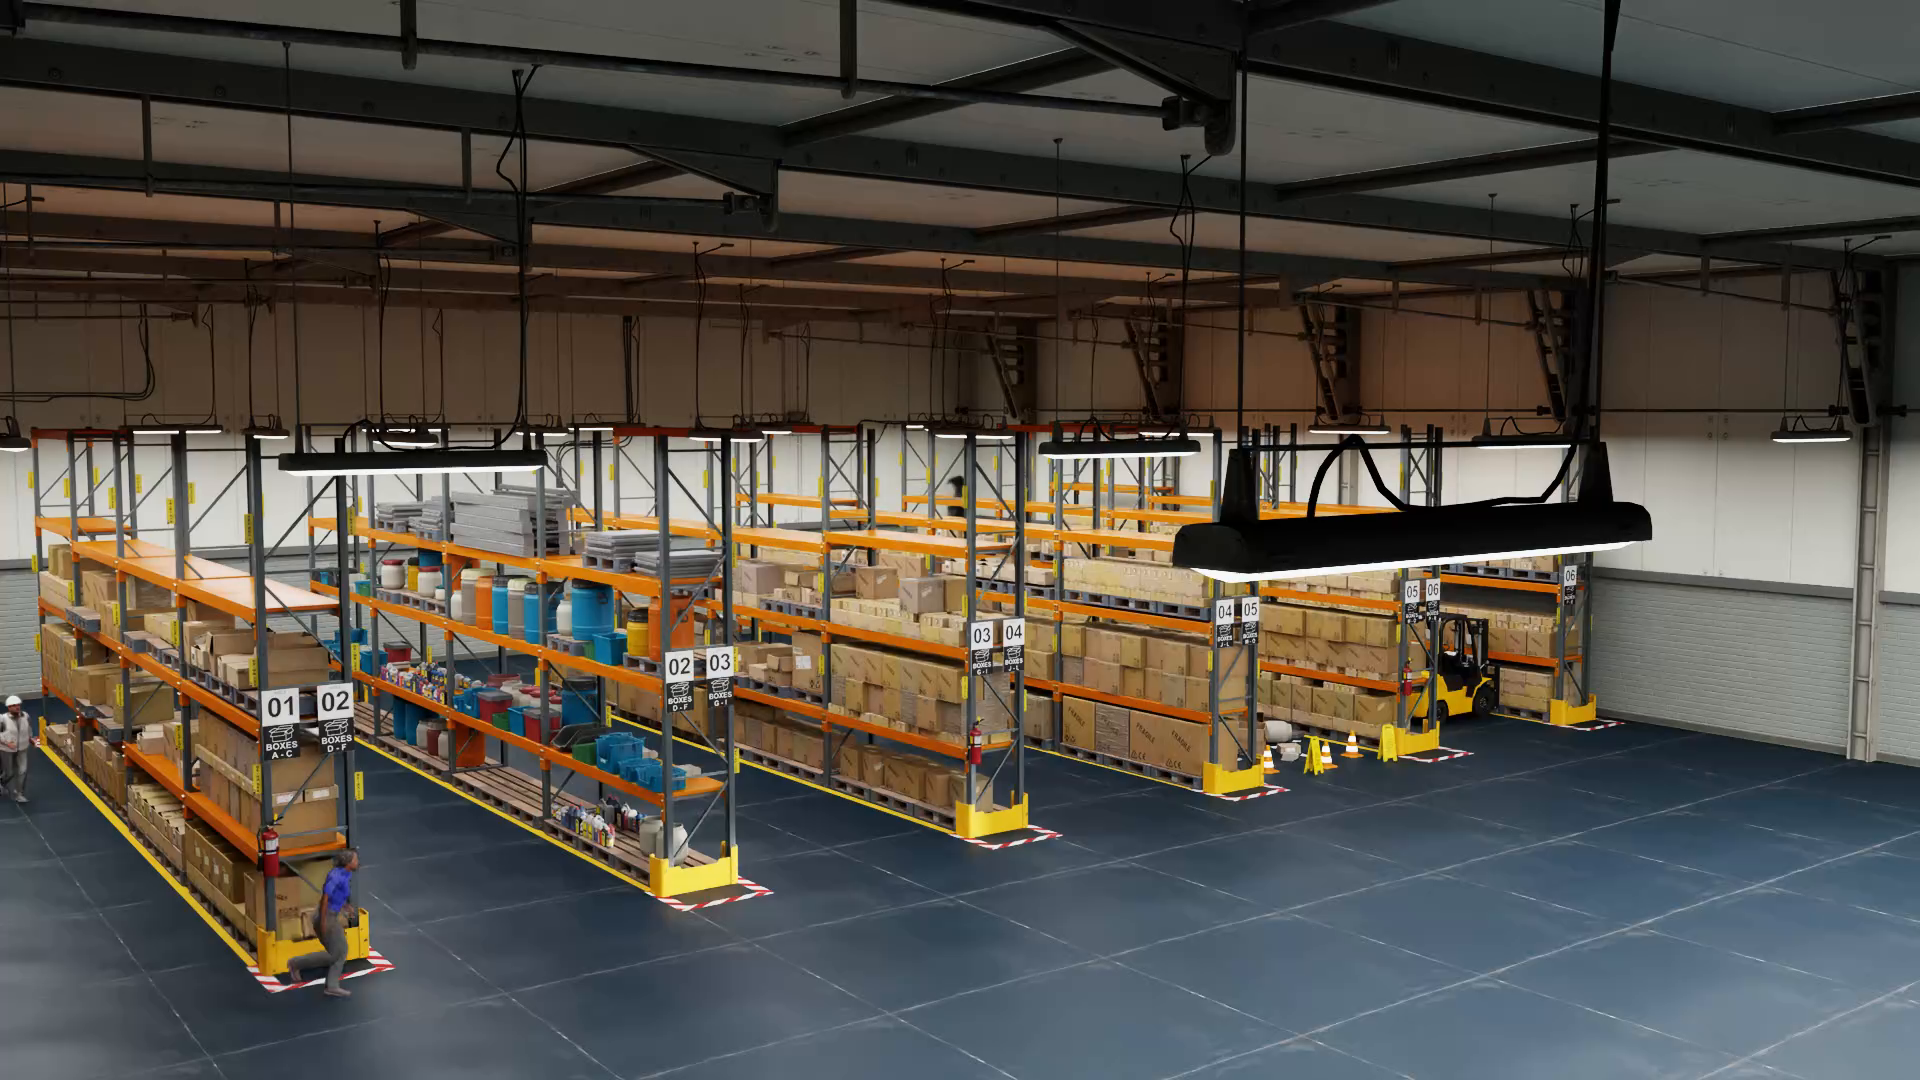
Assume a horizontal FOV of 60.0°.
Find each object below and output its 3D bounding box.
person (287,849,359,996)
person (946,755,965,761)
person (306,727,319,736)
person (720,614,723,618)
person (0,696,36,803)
[{"bbox_3d":[-6.872,4.154,17.956,0.766,1.598,0.575,-2,5,-24],"label":"person"},{"bbox_3d":[0.083,3.136,30.053,0.766,1.698,0.693,1,5,11],"label":"person"},{"bbox_3d":[-10.350,3.473,26.680,0.793,1.638,0.615,1,5,11],"label":"person"},{"bbox_3d":[-5.729,2.504,38.907,0.730,1.574,0.908,-4,6,-44],"label":"person"},{"bbox_3d":[-15.357,3.361,26.920,0.815,1.733,0.654,4,6,41],"label":"person"}]
